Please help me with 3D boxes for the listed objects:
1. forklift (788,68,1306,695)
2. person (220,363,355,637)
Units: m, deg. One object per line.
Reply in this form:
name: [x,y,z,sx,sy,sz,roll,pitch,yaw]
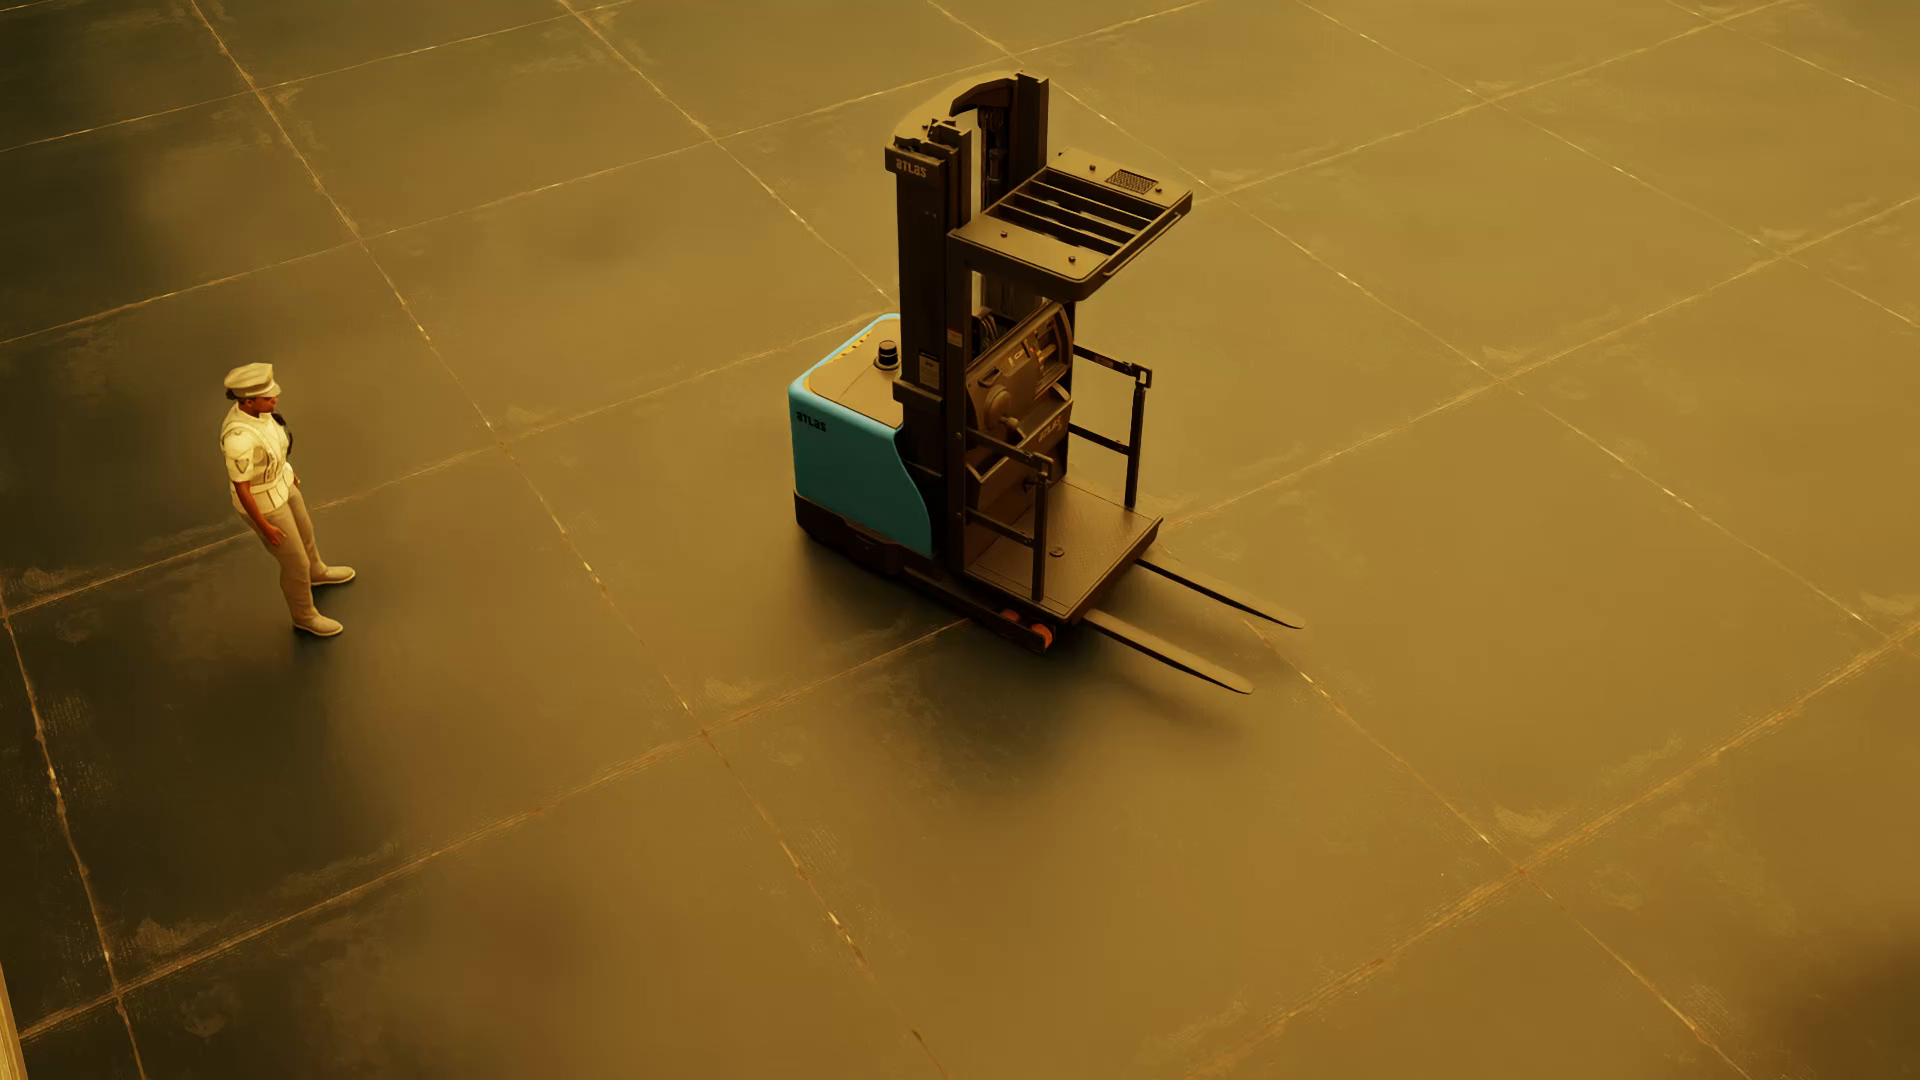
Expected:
forklift: [0.496,-0.872,8.869,3.031,2.935,1.130,25,47,26]
person: [-3.746,-0.237,9.115,0.405,1.660,0.597,-3,41,-4]
